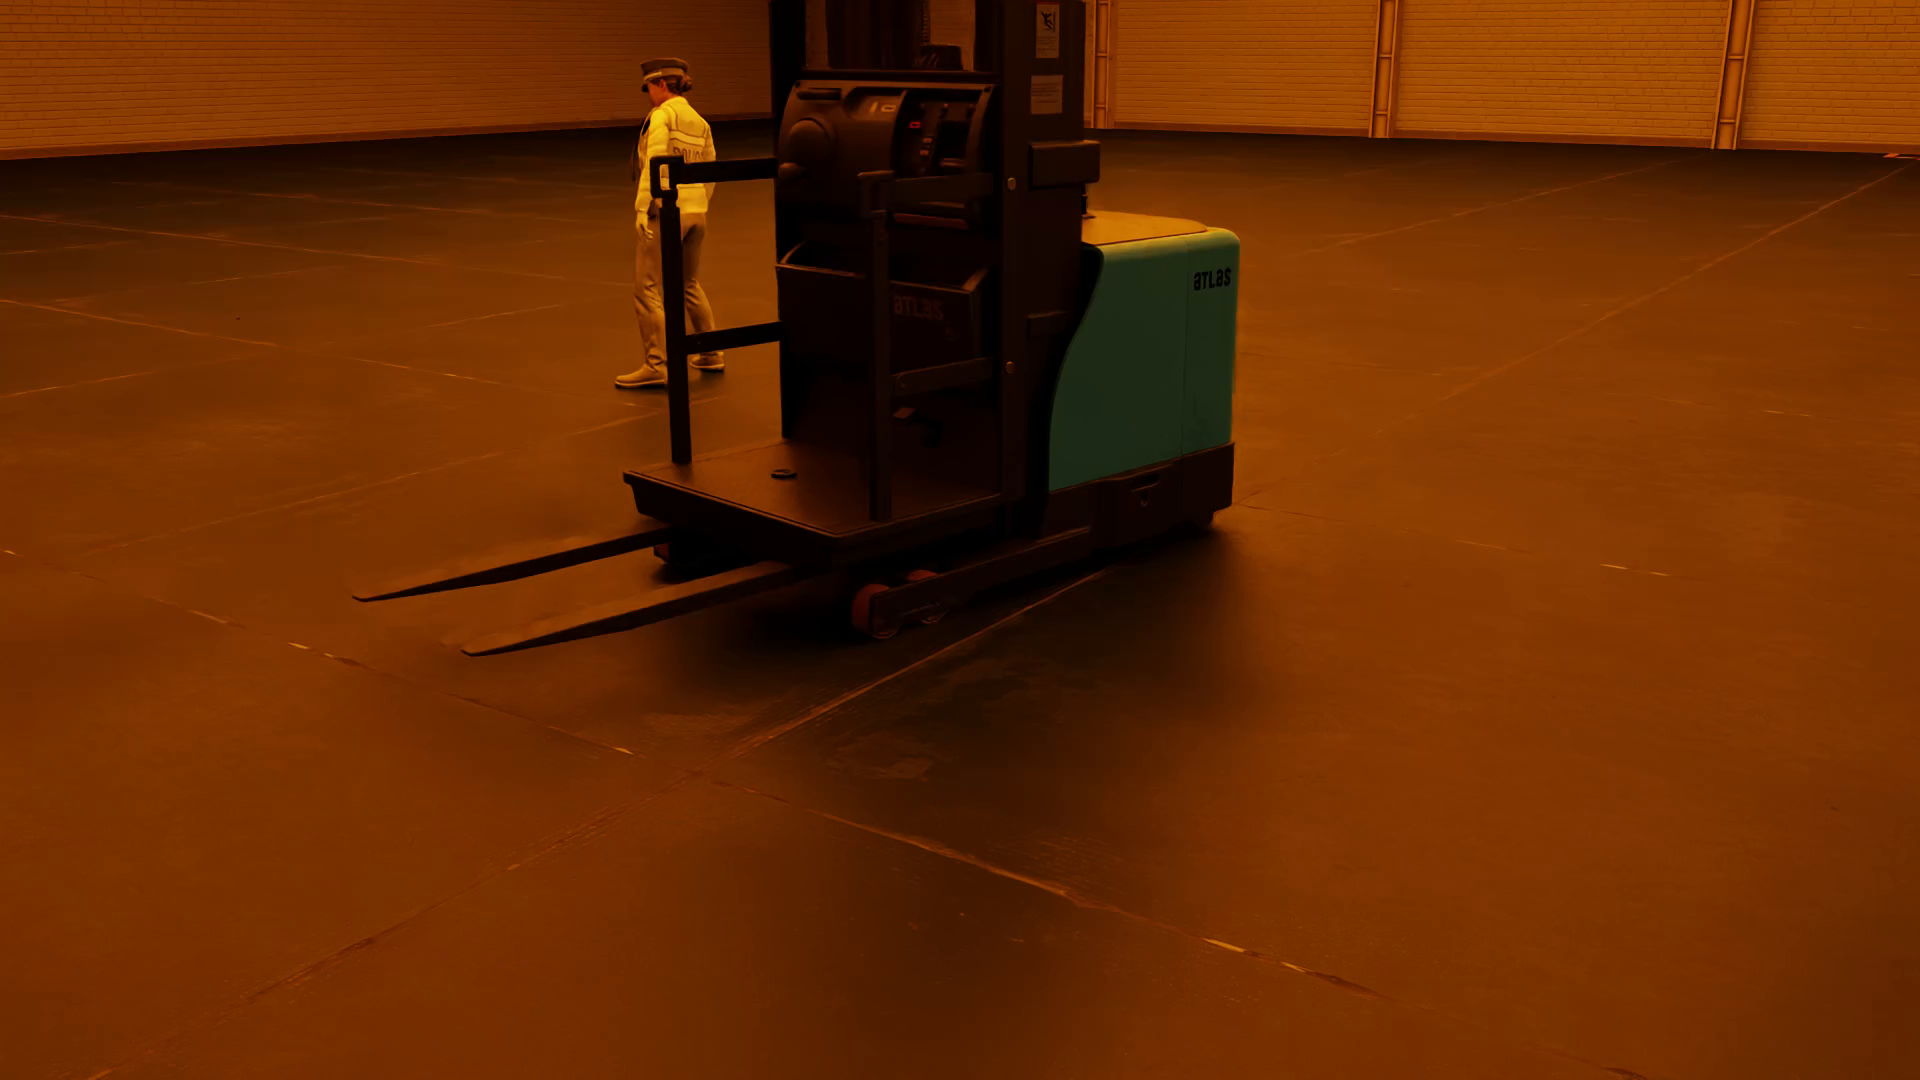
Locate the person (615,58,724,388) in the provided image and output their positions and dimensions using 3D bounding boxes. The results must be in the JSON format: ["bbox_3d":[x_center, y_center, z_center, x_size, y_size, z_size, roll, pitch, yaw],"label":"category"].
[{"bbox_3d":[-1.510,-1.659,8.662,0.371,1.637,0.814,8,19,26],"label":"person"}]

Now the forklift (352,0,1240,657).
[{"bbox_3d":[-0.395,-1.274,5.092,3.031,2.935,1.130,-16,23,-42],"label":"forklift"}]
